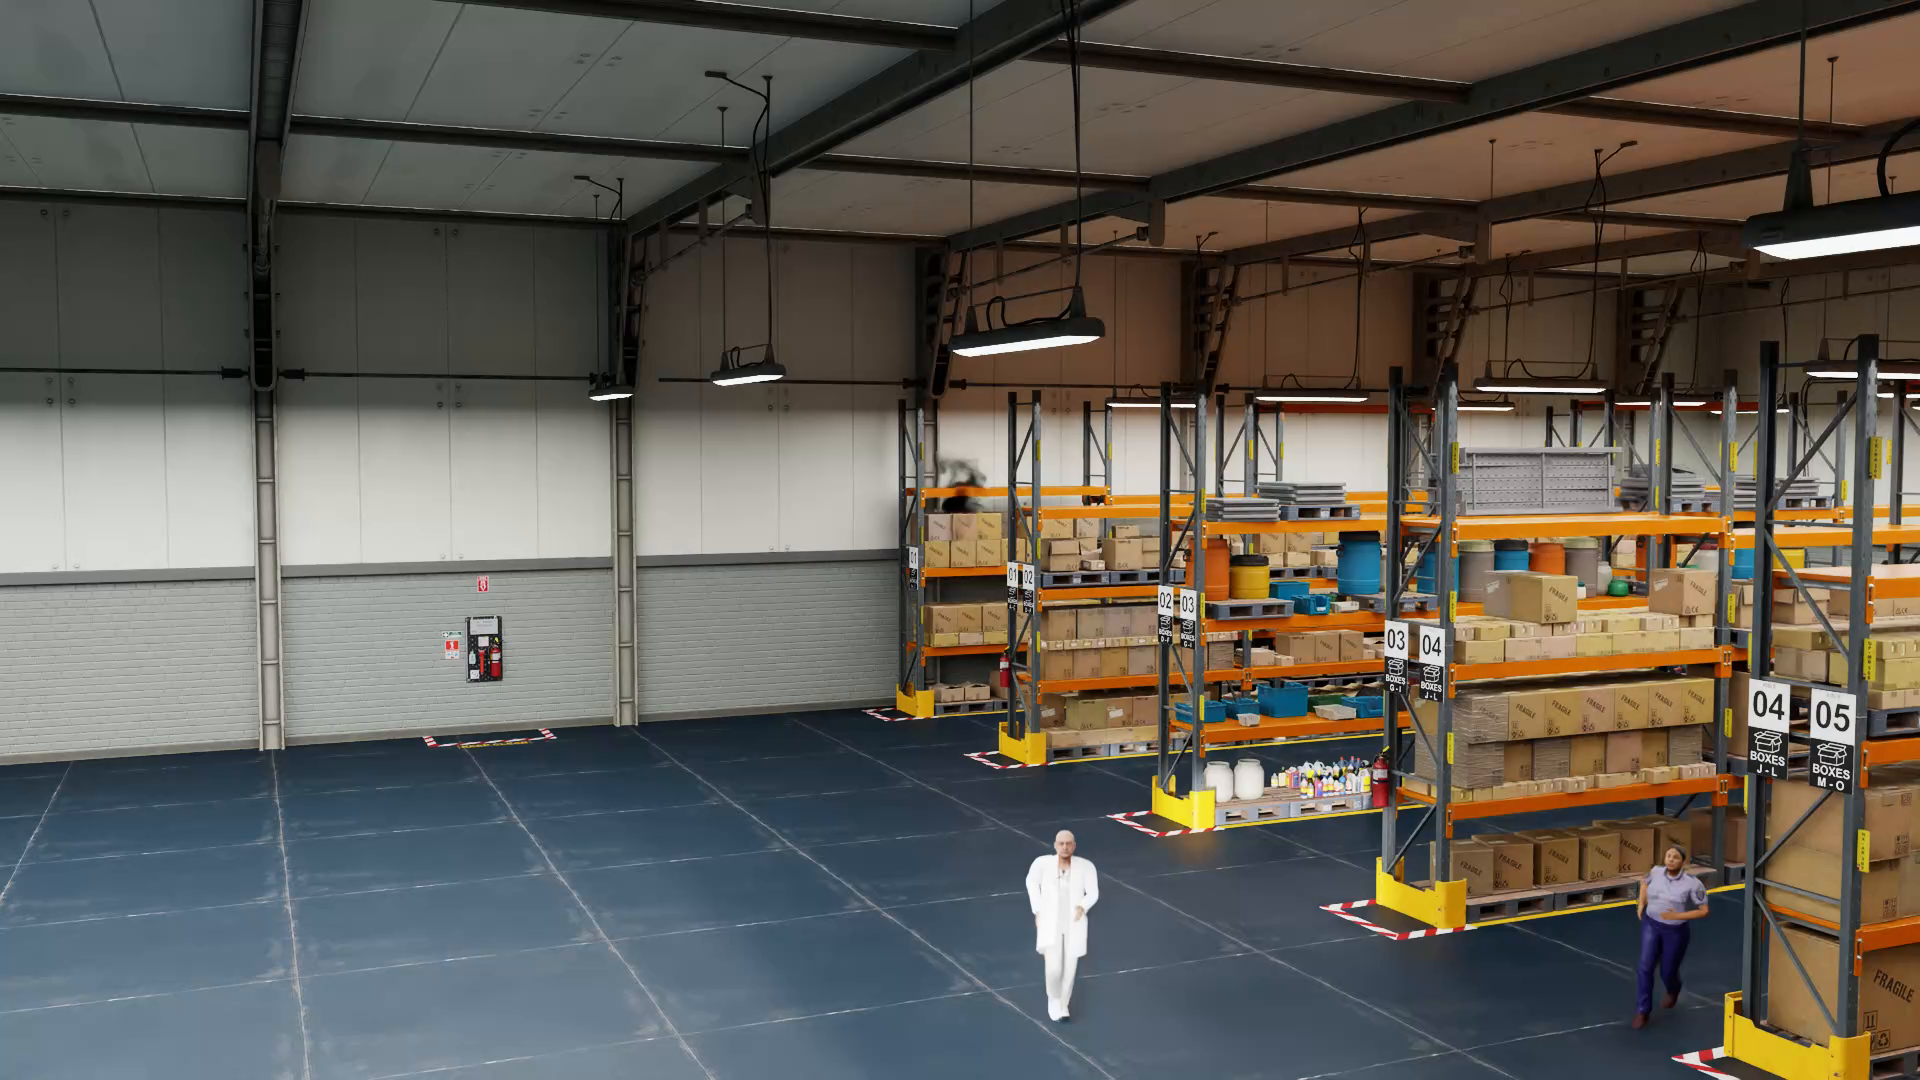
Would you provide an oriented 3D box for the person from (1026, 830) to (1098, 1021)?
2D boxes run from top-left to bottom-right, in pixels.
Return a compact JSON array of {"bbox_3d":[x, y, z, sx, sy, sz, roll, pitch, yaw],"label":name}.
[{"bbox_3d":[0.913,3.424,14.747,0.627,1.723,0.760,0,3,-2],"label":"person"}]

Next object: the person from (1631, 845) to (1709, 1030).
[{"bbox_3d":[6.339,3.511,14.799,0.642,1.646,0.824,3,5,43],"label":"person"}]
